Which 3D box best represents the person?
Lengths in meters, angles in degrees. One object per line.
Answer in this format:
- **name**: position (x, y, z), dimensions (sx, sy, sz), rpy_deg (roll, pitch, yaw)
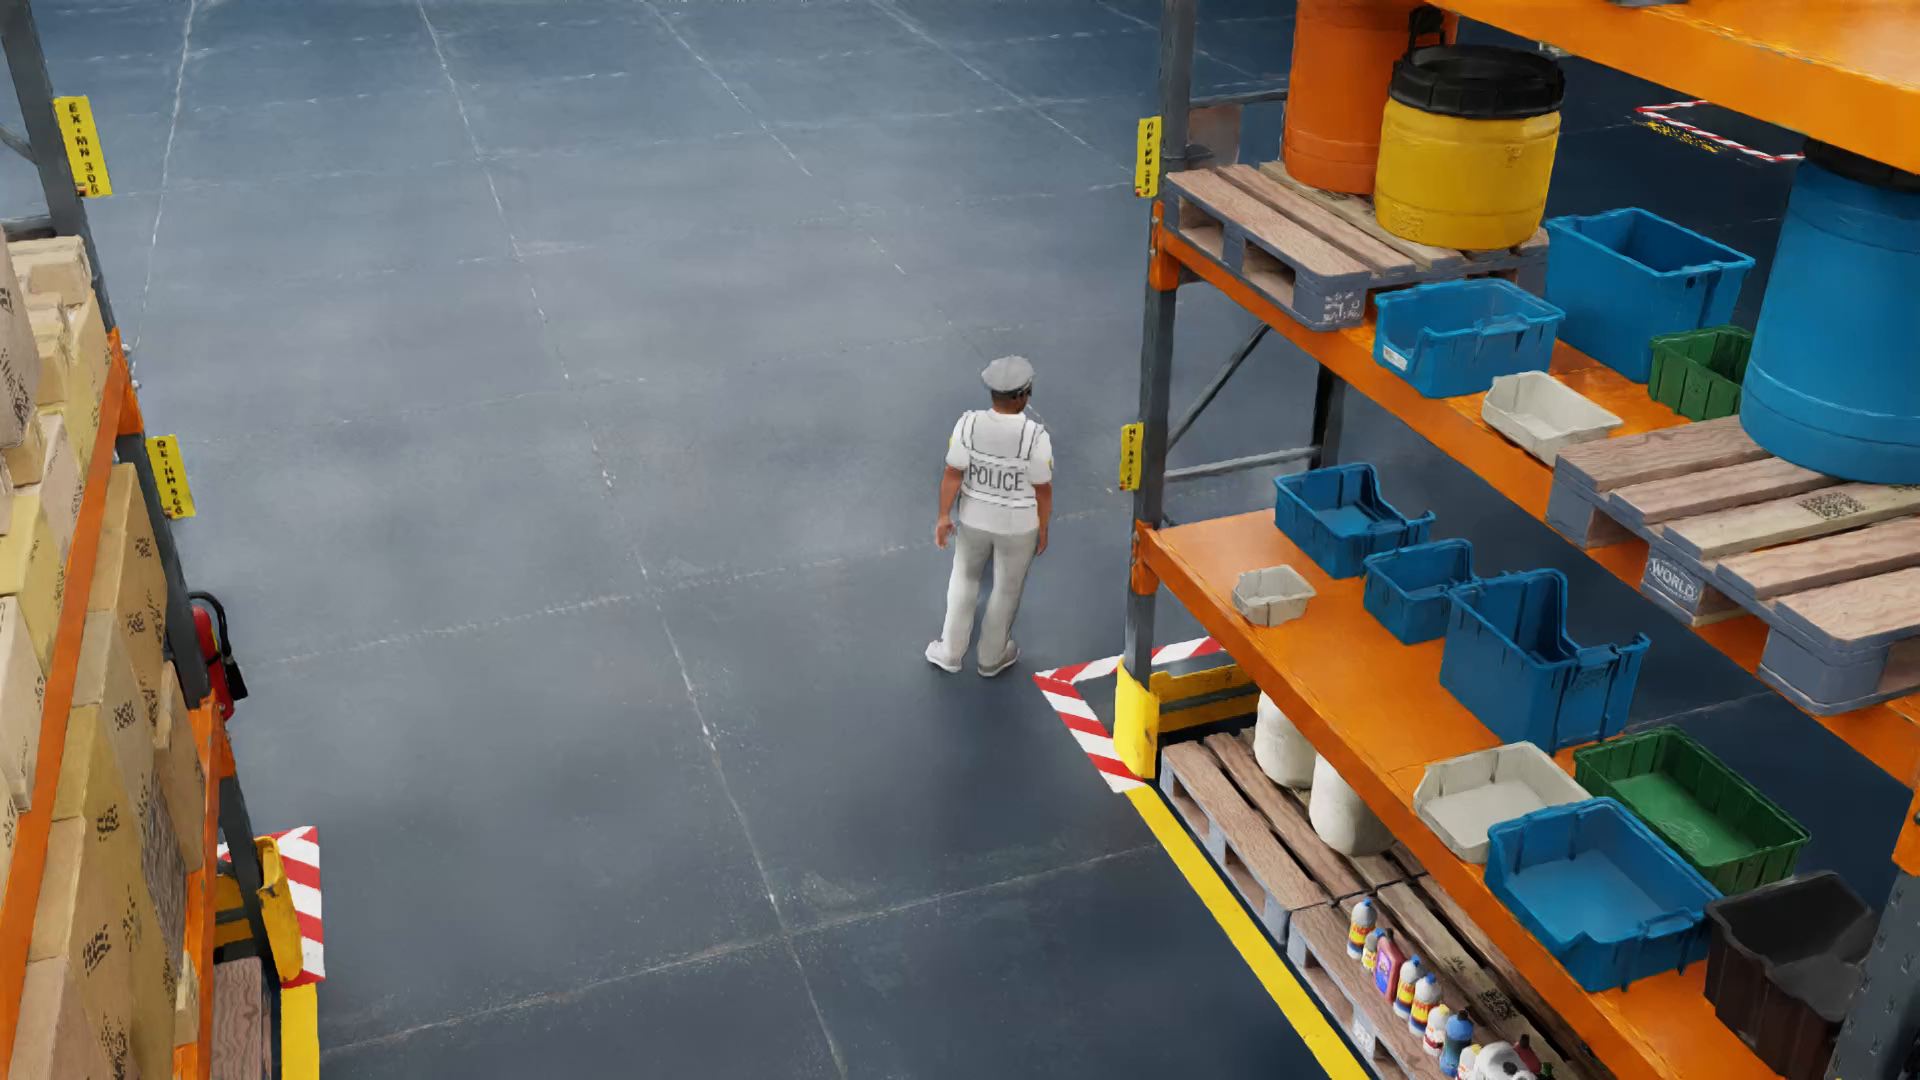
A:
- **person**: position (0.146, -0.098, 8.490), dimensions (0.656, 1.755, 0.501), rpy_deg (10, 31, 17)
